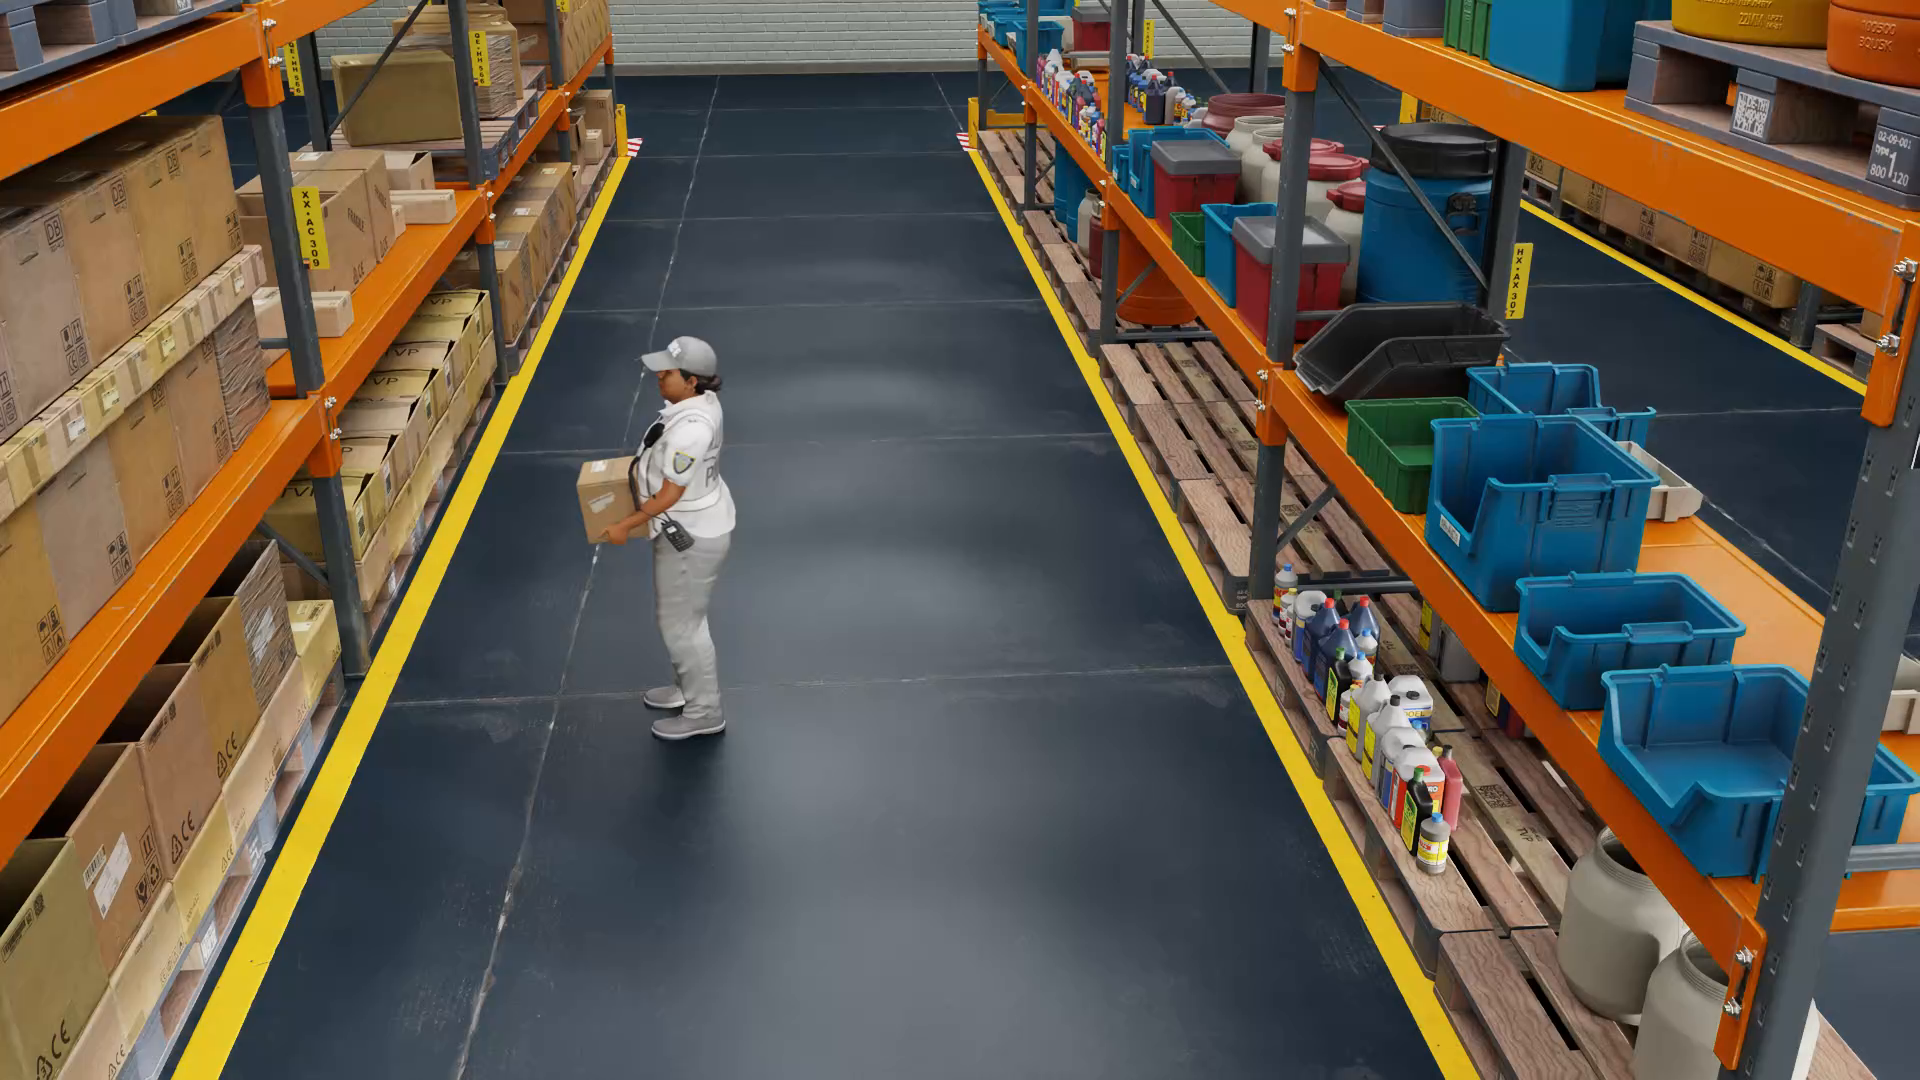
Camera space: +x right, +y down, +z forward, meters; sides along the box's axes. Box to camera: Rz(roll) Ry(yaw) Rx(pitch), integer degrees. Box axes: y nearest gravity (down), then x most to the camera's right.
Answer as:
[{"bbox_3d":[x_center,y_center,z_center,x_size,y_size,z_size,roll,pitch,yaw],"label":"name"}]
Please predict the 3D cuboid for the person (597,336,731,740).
[{"bbox_3d":[-1.170,-0.015,6.642,0.515,1.653,0.447,-2,24,-5],"label":"person"}]
